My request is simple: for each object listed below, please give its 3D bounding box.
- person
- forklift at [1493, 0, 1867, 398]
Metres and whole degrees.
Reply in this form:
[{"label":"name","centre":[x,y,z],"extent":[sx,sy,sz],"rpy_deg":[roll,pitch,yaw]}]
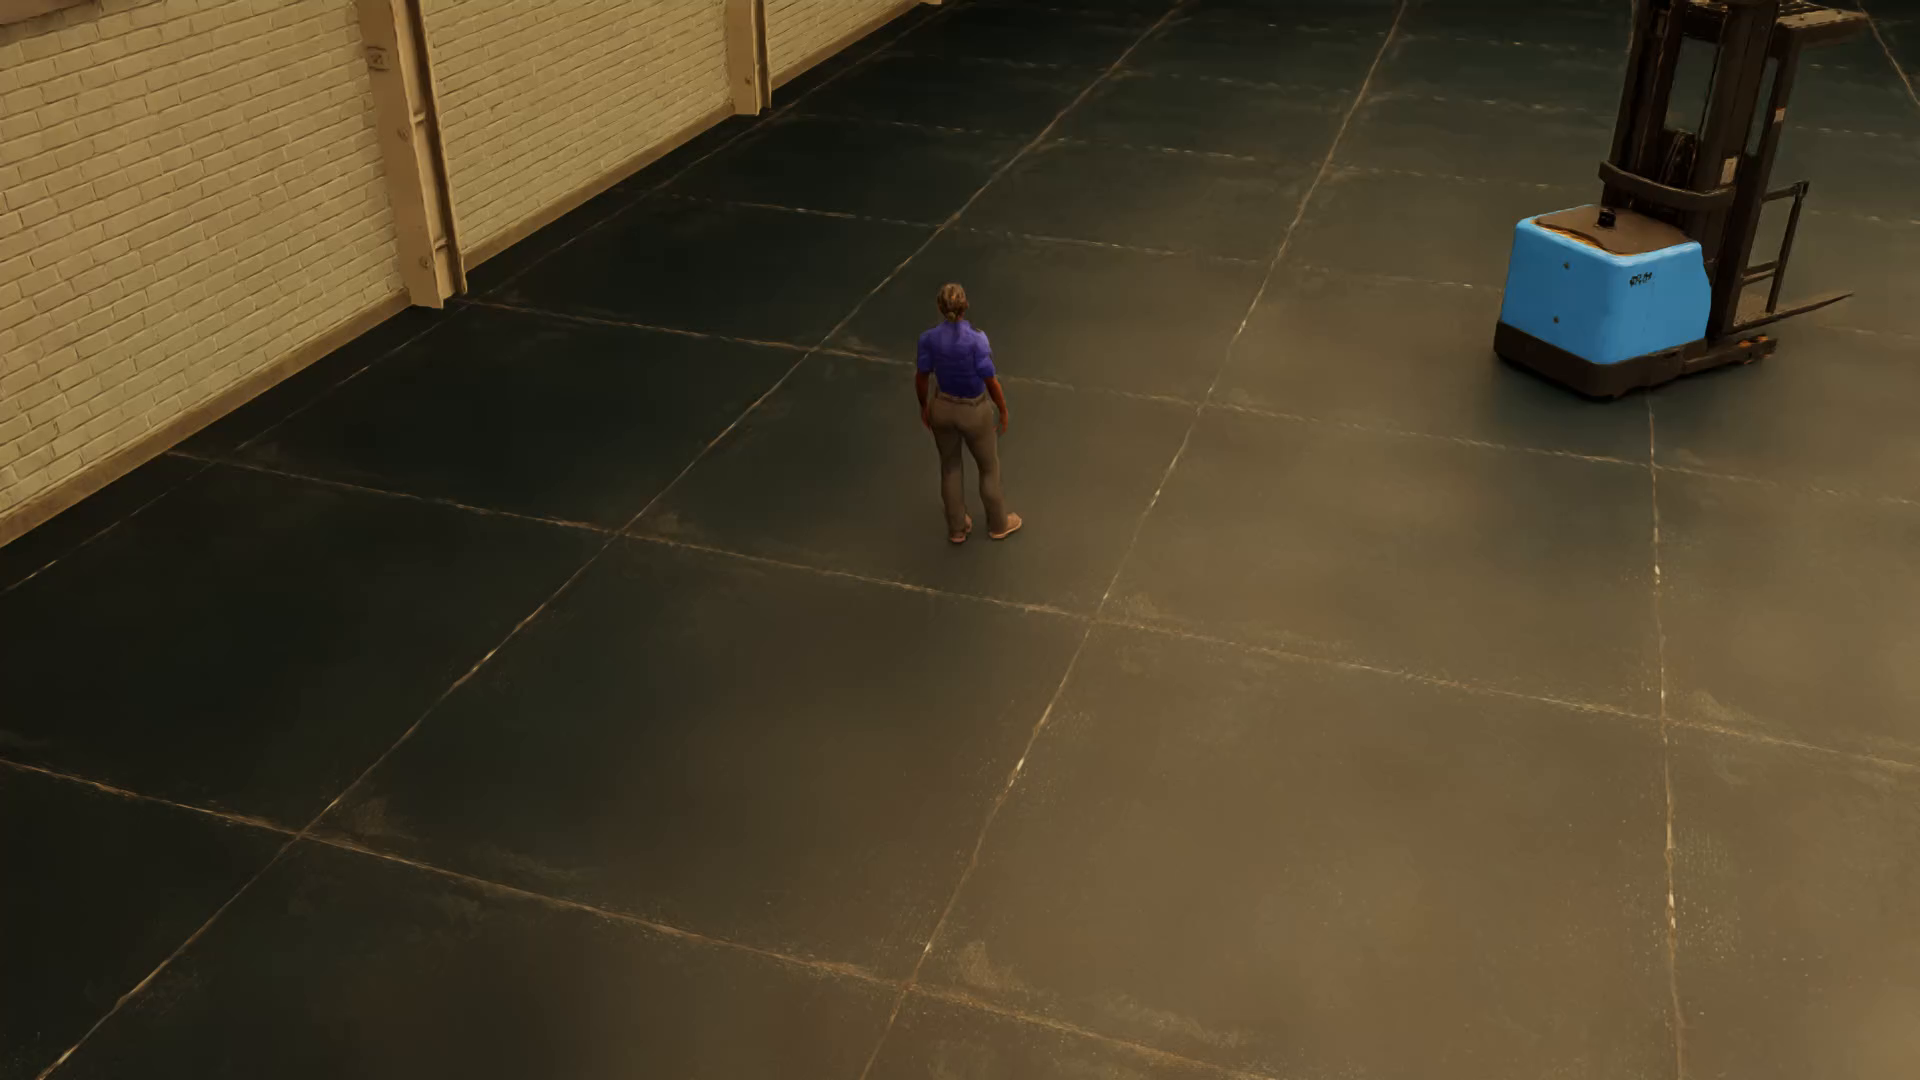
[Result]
[{"label":"person","centre":[0.047,-0.763,9.749],"extent":[0.570,1.654,0.503],"rpy_deg":[10,31,16]},{"label":"forklift","centre":[5.532,-2.800,12.049],"extent":[3.031,2.935,1.130],"rpy_deg":[-16,33,-25]}]
